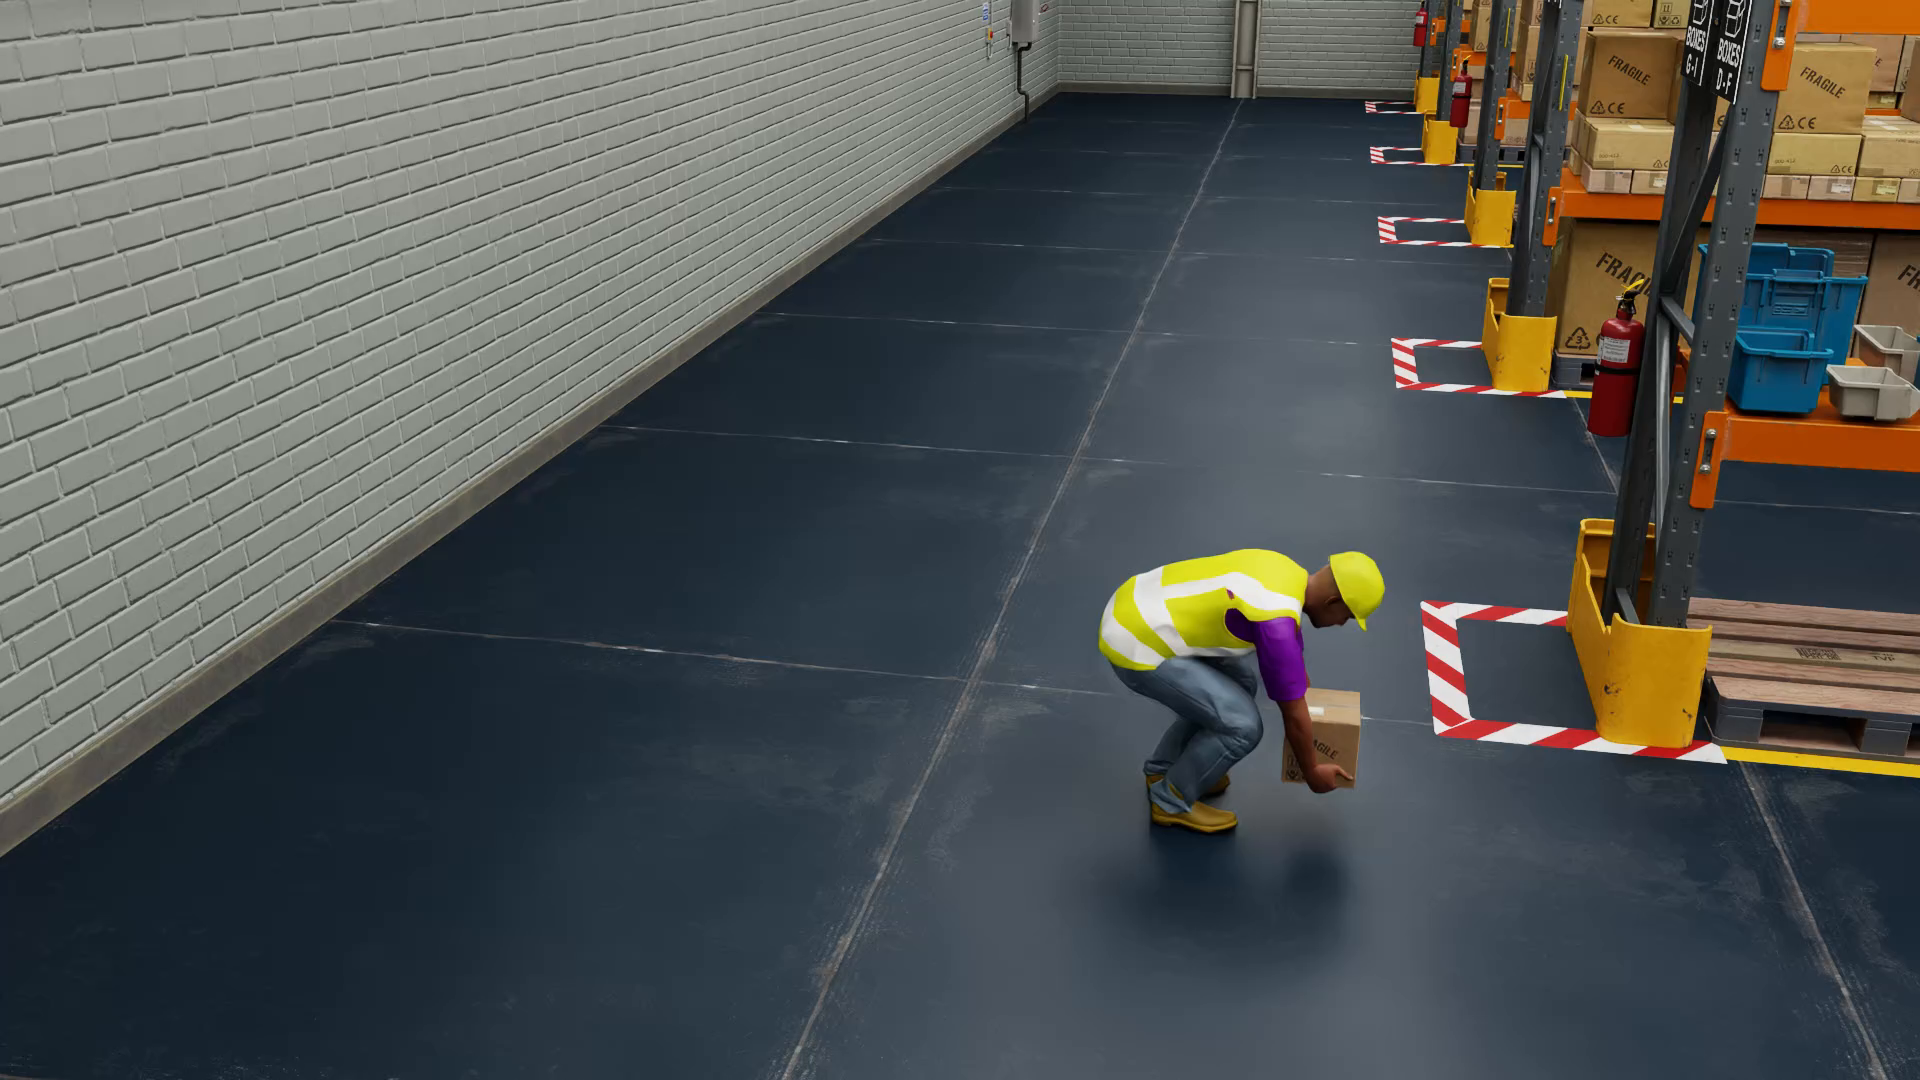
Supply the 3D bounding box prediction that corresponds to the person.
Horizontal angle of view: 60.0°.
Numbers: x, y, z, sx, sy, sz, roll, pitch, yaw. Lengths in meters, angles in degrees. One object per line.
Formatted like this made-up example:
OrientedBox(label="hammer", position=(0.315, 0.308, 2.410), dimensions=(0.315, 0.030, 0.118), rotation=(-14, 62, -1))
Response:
OrientedBox(label="person", position=(0.960, 0.495, 5.822), dimensions=(0.956, 1.014, 0.520), rotation=(3, 22, 9))
